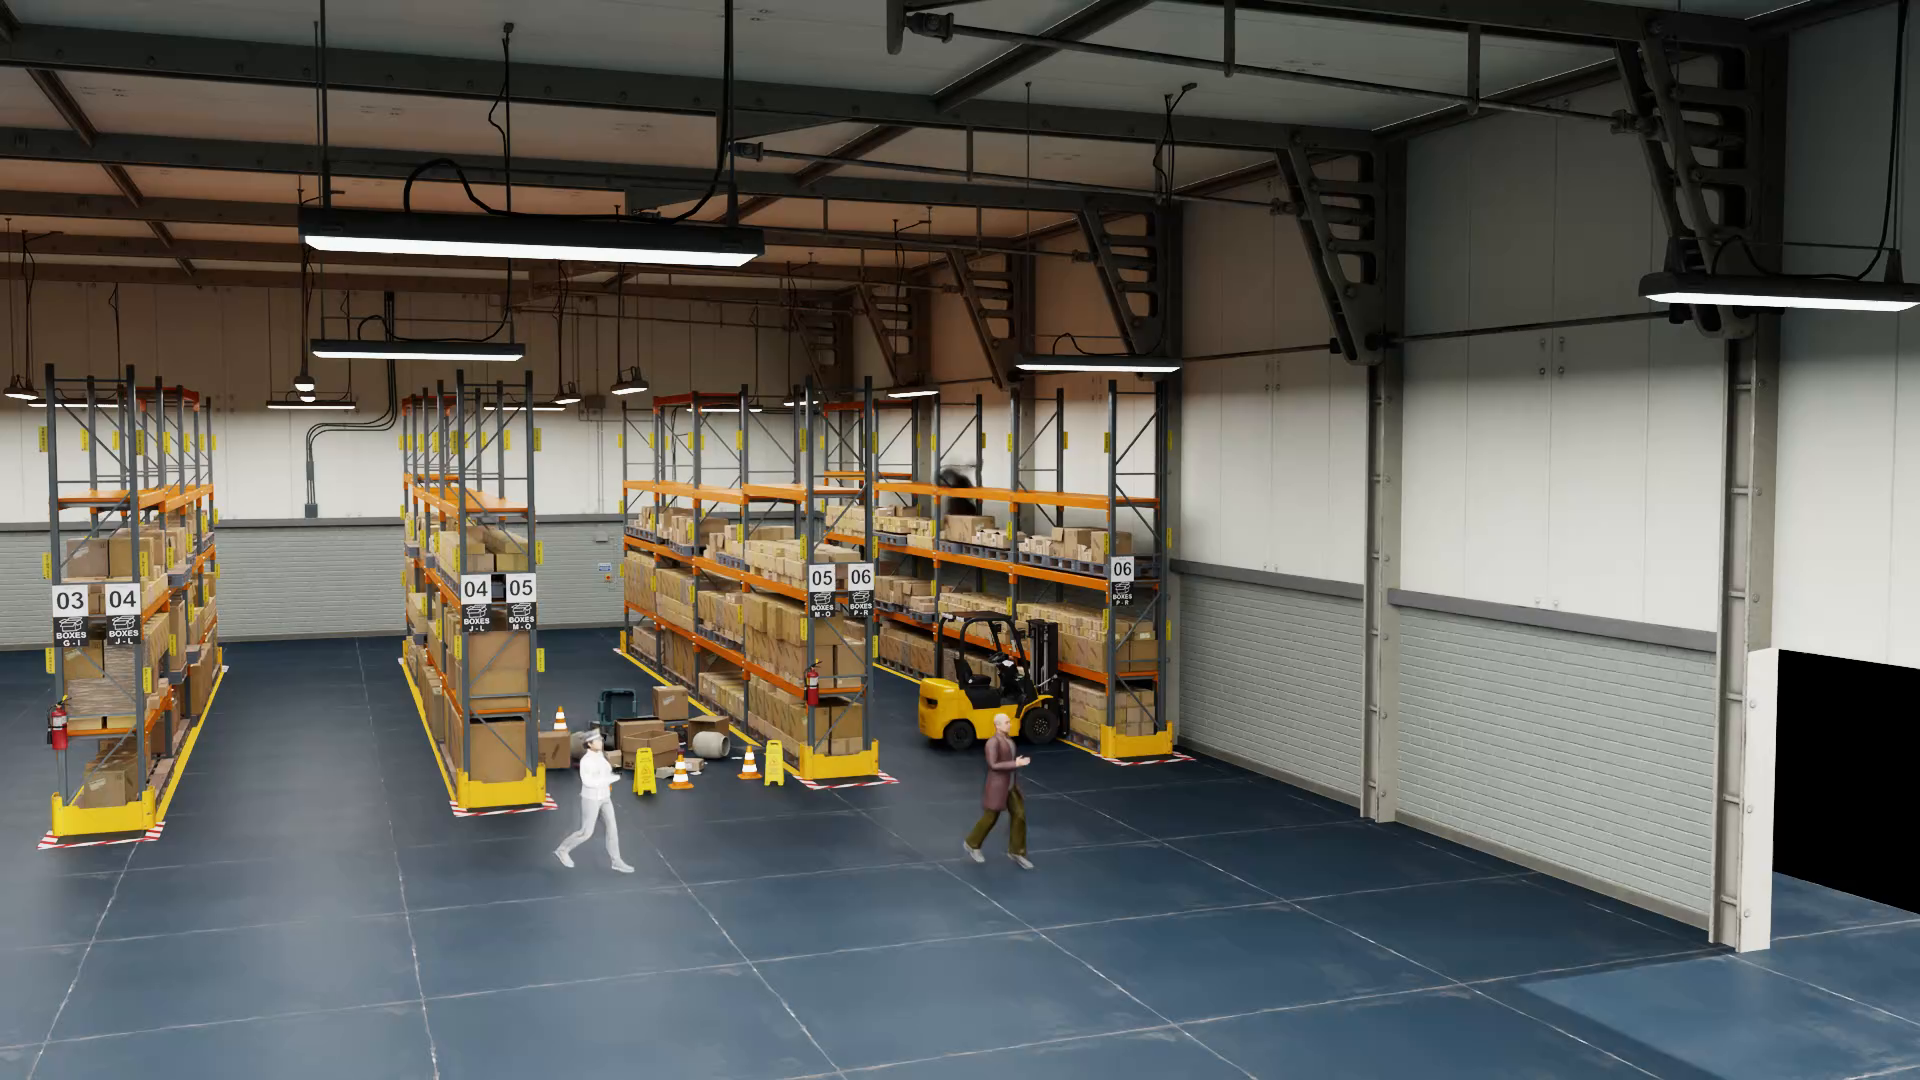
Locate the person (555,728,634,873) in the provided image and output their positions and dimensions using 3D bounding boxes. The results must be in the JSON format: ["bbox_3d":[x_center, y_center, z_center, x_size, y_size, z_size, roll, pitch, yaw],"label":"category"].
[{"bbox_3d":[-4.234,3.008,19.277,0.939,1.677,0.612,1,3,15],"label":"person"}]

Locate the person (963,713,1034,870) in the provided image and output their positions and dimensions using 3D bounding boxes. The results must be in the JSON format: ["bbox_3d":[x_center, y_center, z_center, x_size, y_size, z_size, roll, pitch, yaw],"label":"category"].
[{"bbox_3d":[0.444,2.956,19.617,0.898,1.846,0.705,2,4,32],"label":"person"}]
